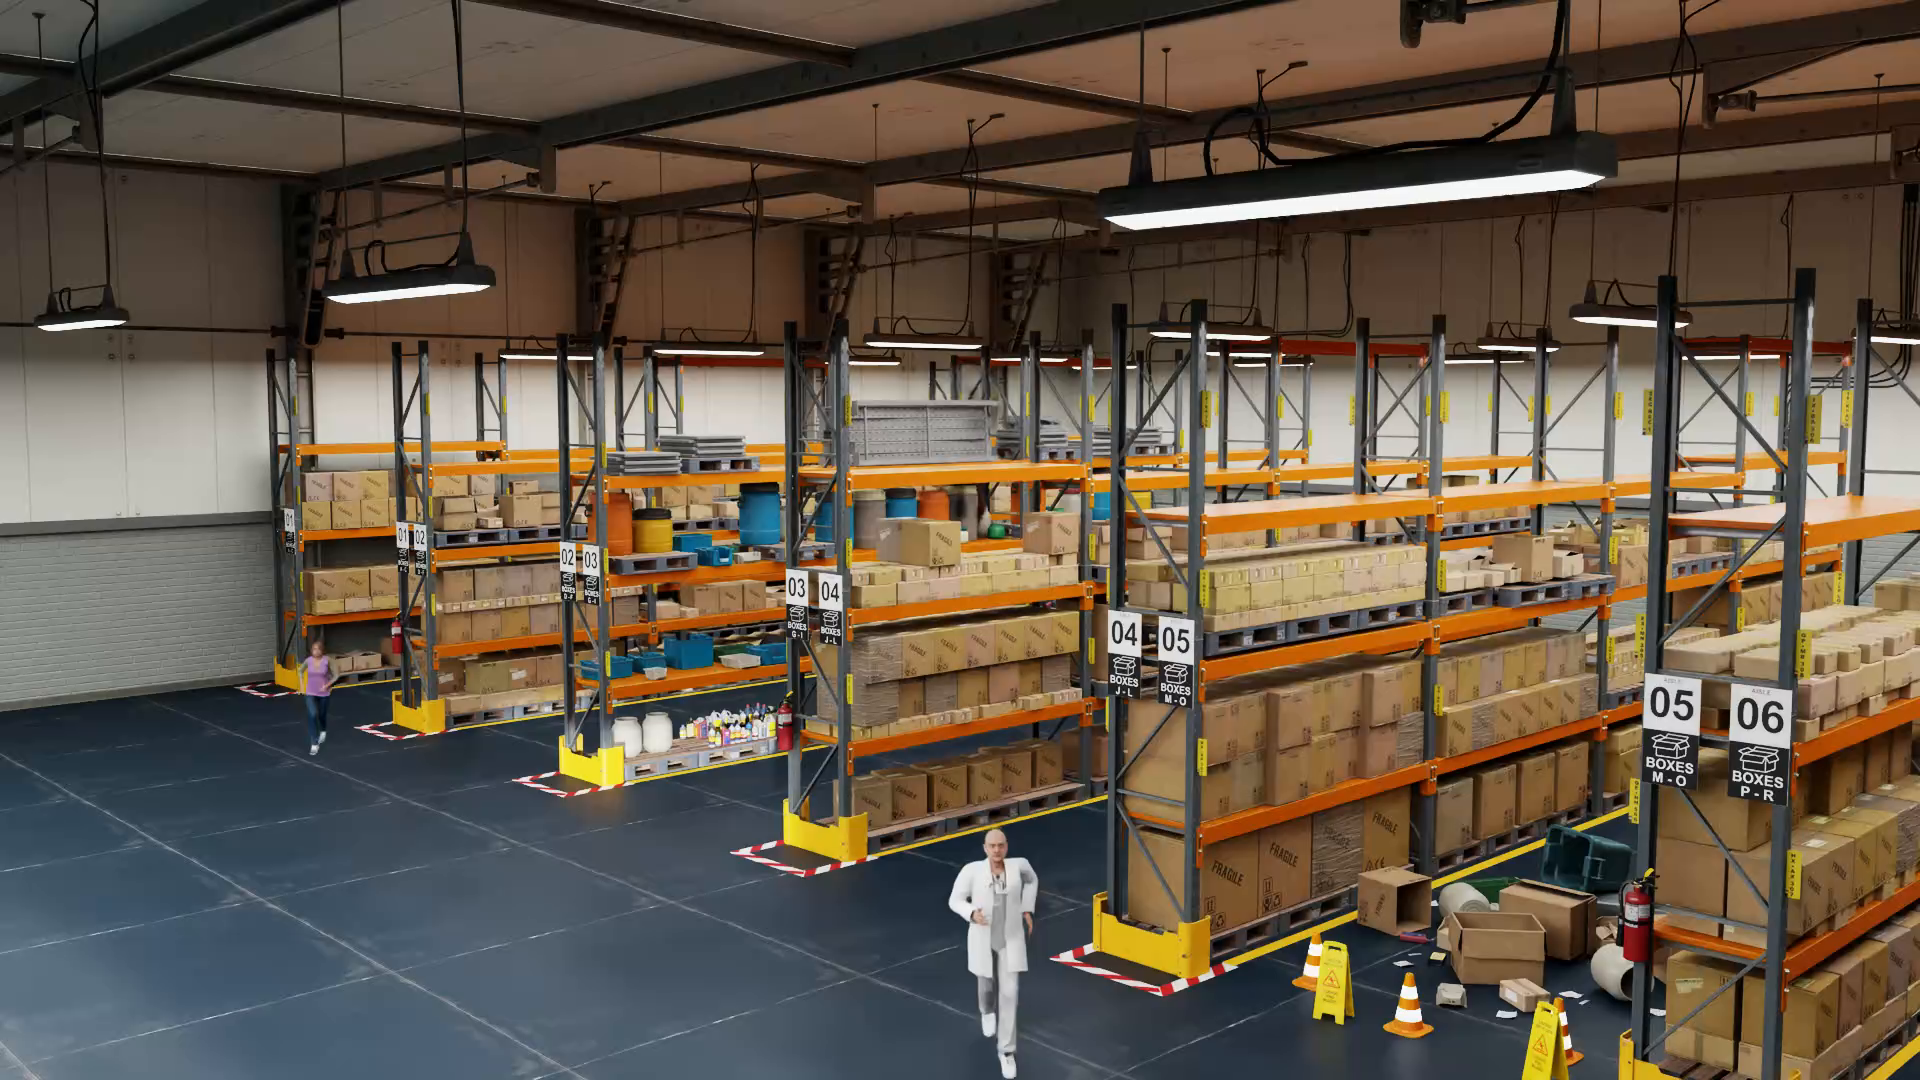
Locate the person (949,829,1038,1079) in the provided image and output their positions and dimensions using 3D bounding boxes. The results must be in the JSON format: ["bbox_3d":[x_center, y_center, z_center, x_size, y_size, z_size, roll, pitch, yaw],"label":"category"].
[{"bbox_3d":[0.270,3.134,12.955,0.711,1.790,1.056,0,5,-2],"label":"person"}]

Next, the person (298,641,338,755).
[{"bbox_3d":[-9.357,2.267,24.264,0.556,1.599,0.860,-2,5,-17],"label":"person"}]

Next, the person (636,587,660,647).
[{"bbox_3d":[-5.735,1.671,30.724,0.657,1.671,0.612,5,7,45],"label":"person"}]
